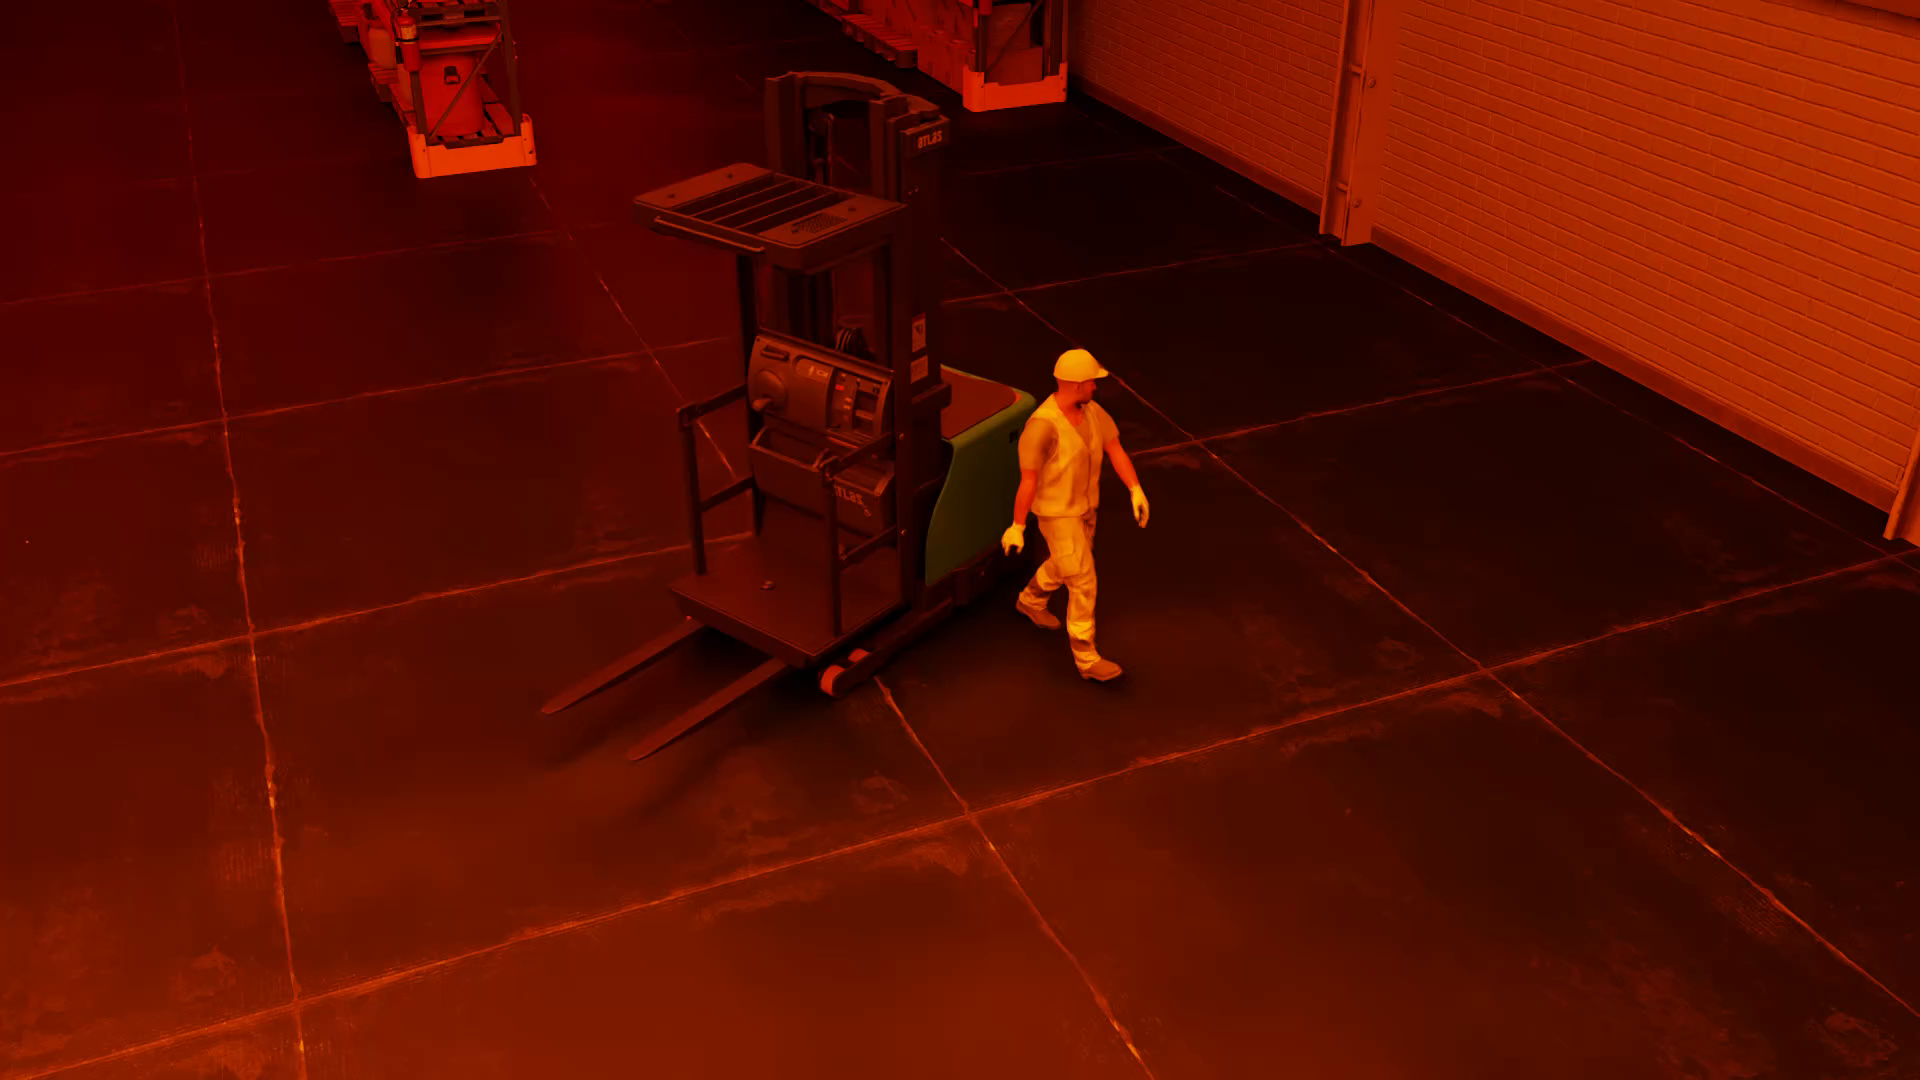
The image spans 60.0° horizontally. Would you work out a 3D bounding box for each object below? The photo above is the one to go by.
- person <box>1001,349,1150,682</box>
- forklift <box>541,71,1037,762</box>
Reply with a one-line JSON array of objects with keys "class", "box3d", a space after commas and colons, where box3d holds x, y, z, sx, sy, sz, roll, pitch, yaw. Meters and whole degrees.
[{"class": "person", "box3d": [0.571, -0.129, 8.593, 0.891, 1.727, 0.707, 20, 35, 31]}, {"class": "forklift", "box3d": [-0.859, -0.732, 8.401, 1.130, 2.935, 3.031, 21, 36, 33]}]
